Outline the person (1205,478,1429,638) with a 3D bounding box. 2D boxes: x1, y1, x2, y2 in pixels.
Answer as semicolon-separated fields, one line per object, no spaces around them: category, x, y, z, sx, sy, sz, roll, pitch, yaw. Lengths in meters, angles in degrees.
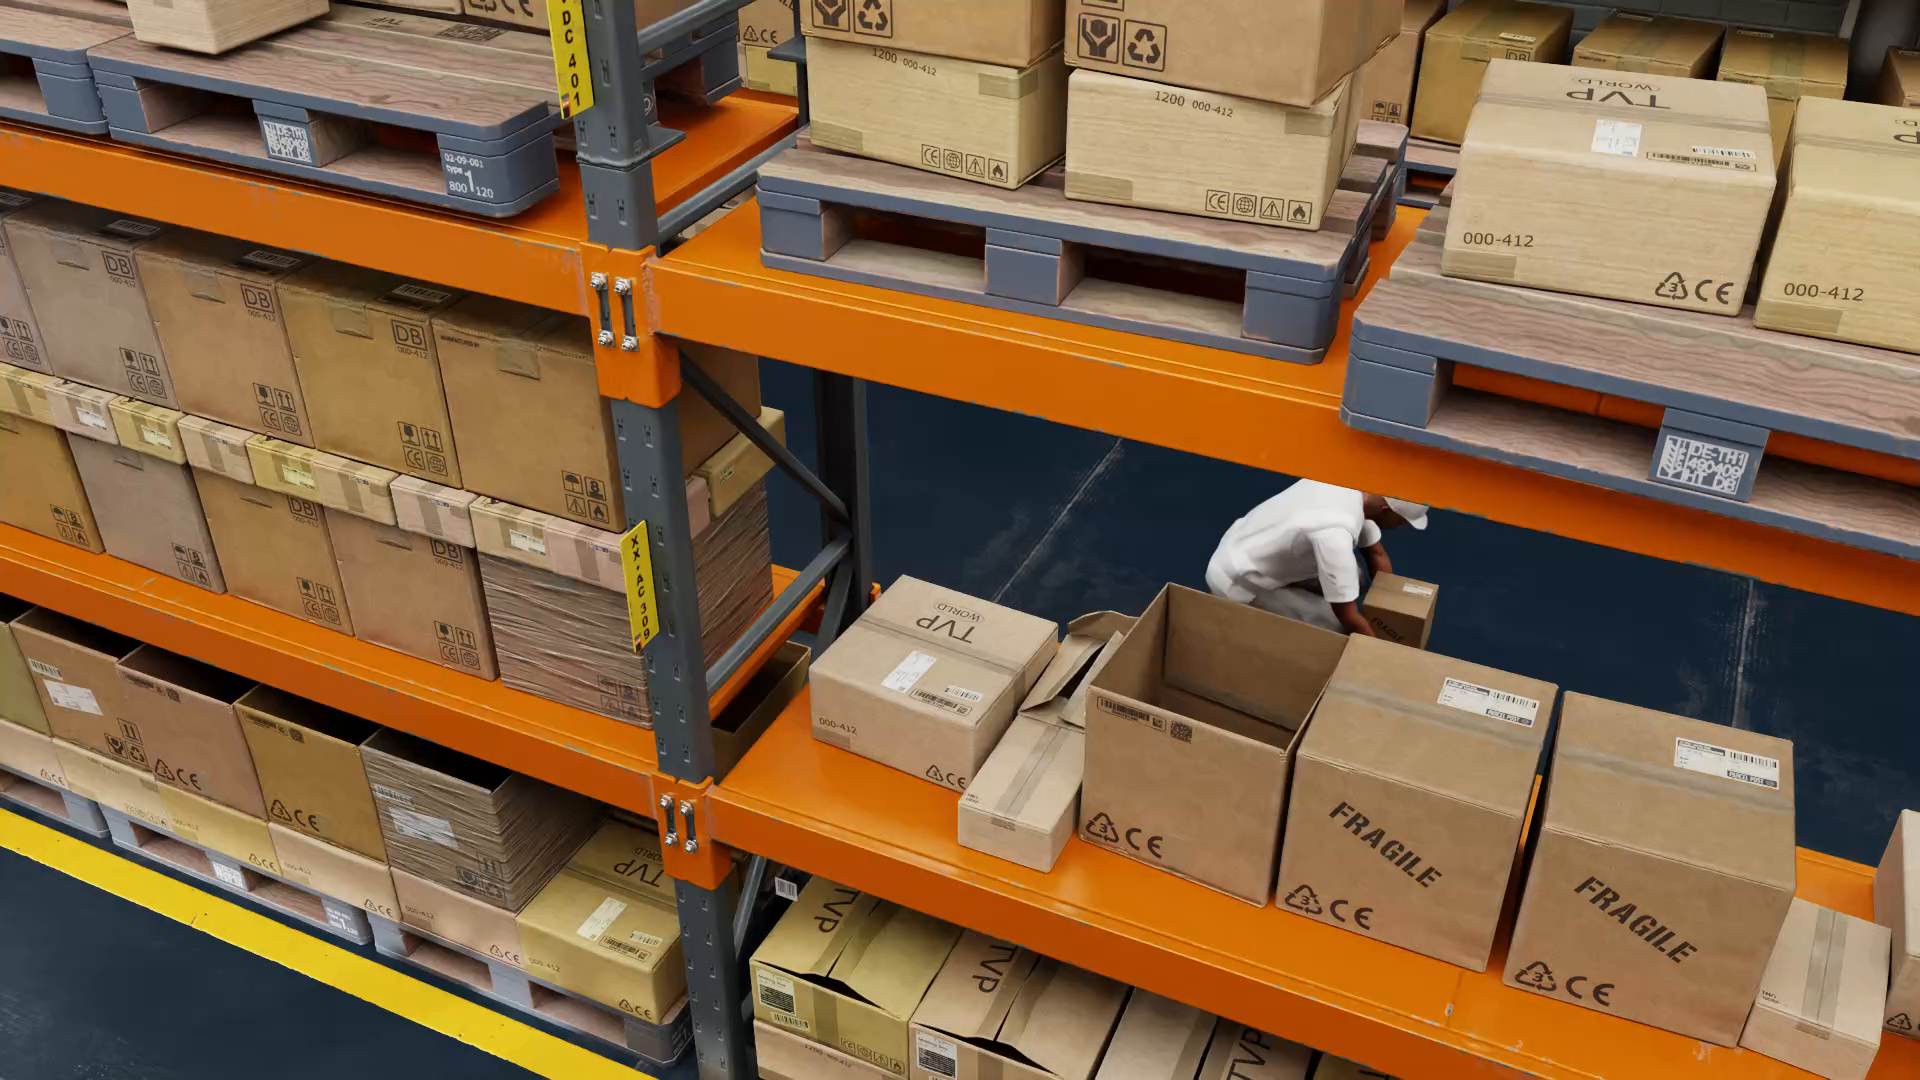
person;1.454;0.095;6.675;0.881;1.004;0.573;14;36;20
